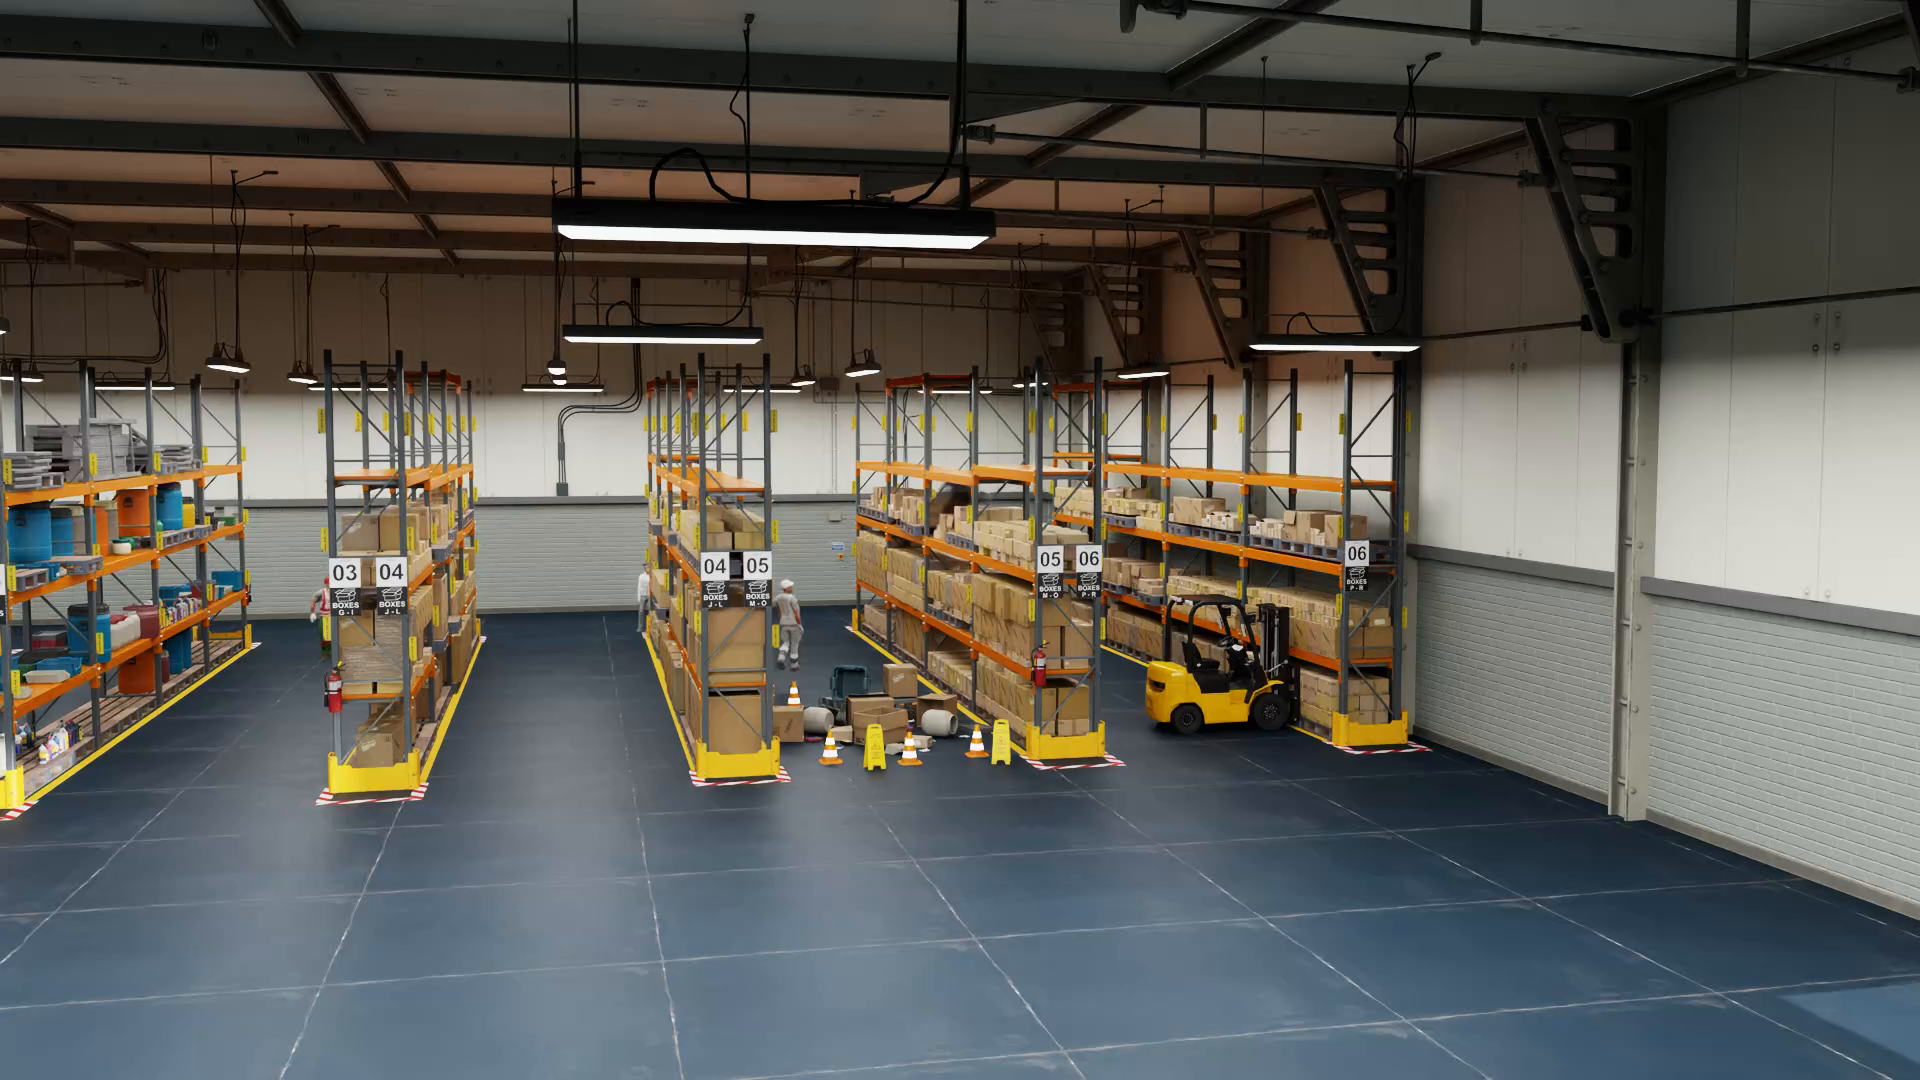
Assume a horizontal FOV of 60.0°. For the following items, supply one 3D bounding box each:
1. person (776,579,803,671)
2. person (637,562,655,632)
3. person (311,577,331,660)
[{"bbox_3d":[-3.213,1.618,31.654,0.584,1.773,0.633,2,4,27],"label":"person"},{"bbox_3d":[-7.558,1.403,40.236,0.551,1.751,0.369,0,4,4],"label":"person"},{"bbox_3d":[-13.549,1.681,35.714,0.757,1.812,0.877,-1,4,-15],"label":"person"}]
